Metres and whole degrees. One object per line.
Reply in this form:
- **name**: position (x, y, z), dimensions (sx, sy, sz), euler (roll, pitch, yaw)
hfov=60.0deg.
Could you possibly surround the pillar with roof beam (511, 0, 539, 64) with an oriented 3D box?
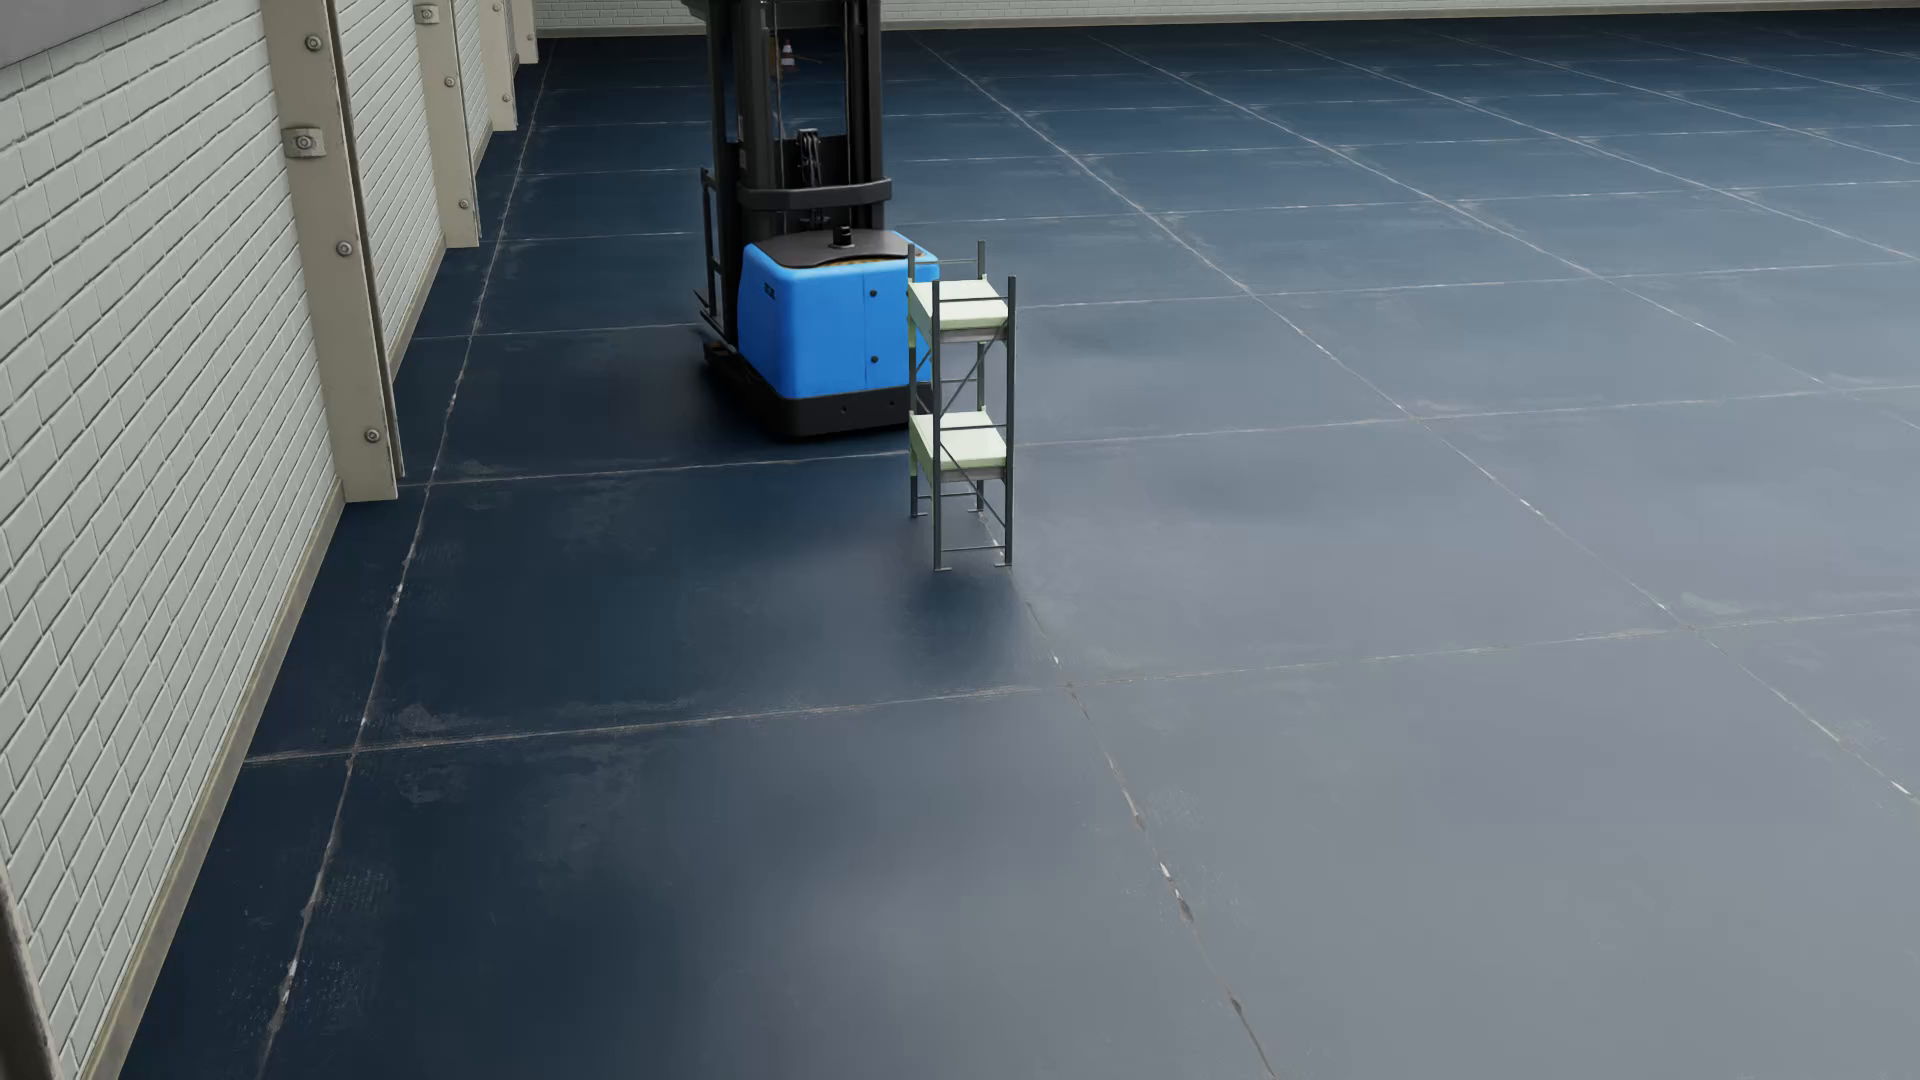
- **pillar with roof beam**: position (-2.427, -11.817, 24.564), dimensions (9.100, 9.000, 0.400), euler (-4, 24, -10)

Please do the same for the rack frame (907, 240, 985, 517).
- **rack frame**: position (-0.069, -0.834, 8.785), dimensions (0.400, 1.500, 0.023), euler (-4, 24, -10)

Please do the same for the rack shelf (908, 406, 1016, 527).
- **rack shelf**: position (-0.001, -0.391, 8.586), dimensions (0.431, 0.370, 0.720), euler (-4, 24, -10)

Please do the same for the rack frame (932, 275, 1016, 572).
- **rack frame**: position (0.066, -0.546, 8.126), dimensions (0.400, 1.500, 0.023), euler (-4, 24, -10)

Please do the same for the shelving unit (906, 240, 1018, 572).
- **shelving unit**: position (-0.001, -0.690, 8.456), dimensions (0.431, 1.500, 0.755), euler (-4, 24, -10)

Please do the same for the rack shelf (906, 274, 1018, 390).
- **rack shelf**: position (-0.001, -1.048, 8.300), dimensions (0.431, 0.370, 0.720), euler (-4, 24, -10)

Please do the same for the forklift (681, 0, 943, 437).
- **forklift**: position (-1.127, -2.523, 10.865), dimensions (1.130, 2.935, 3.031), euler (-9, 25, -20)

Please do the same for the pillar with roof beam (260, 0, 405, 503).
- **pillar with roof beam**: position (0.901, -4.737, 8.353), dimensions (9.100, 9.000, 0.400), euler (-4, 24, -10)

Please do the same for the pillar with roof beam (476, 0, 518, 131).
- **pillar with roof beam**: position (-1.318, -9.457, 19.160), dimensions (9.100, 9.000, 0.400), euler (-4, 24, -10)

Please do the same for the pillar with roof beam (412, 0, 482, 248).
- **pillar with roof beam**: position (-0.208, -7.097, 13.757), dimensions (9.100, 9.000, 0.400), euler (-4, 24, -10)
